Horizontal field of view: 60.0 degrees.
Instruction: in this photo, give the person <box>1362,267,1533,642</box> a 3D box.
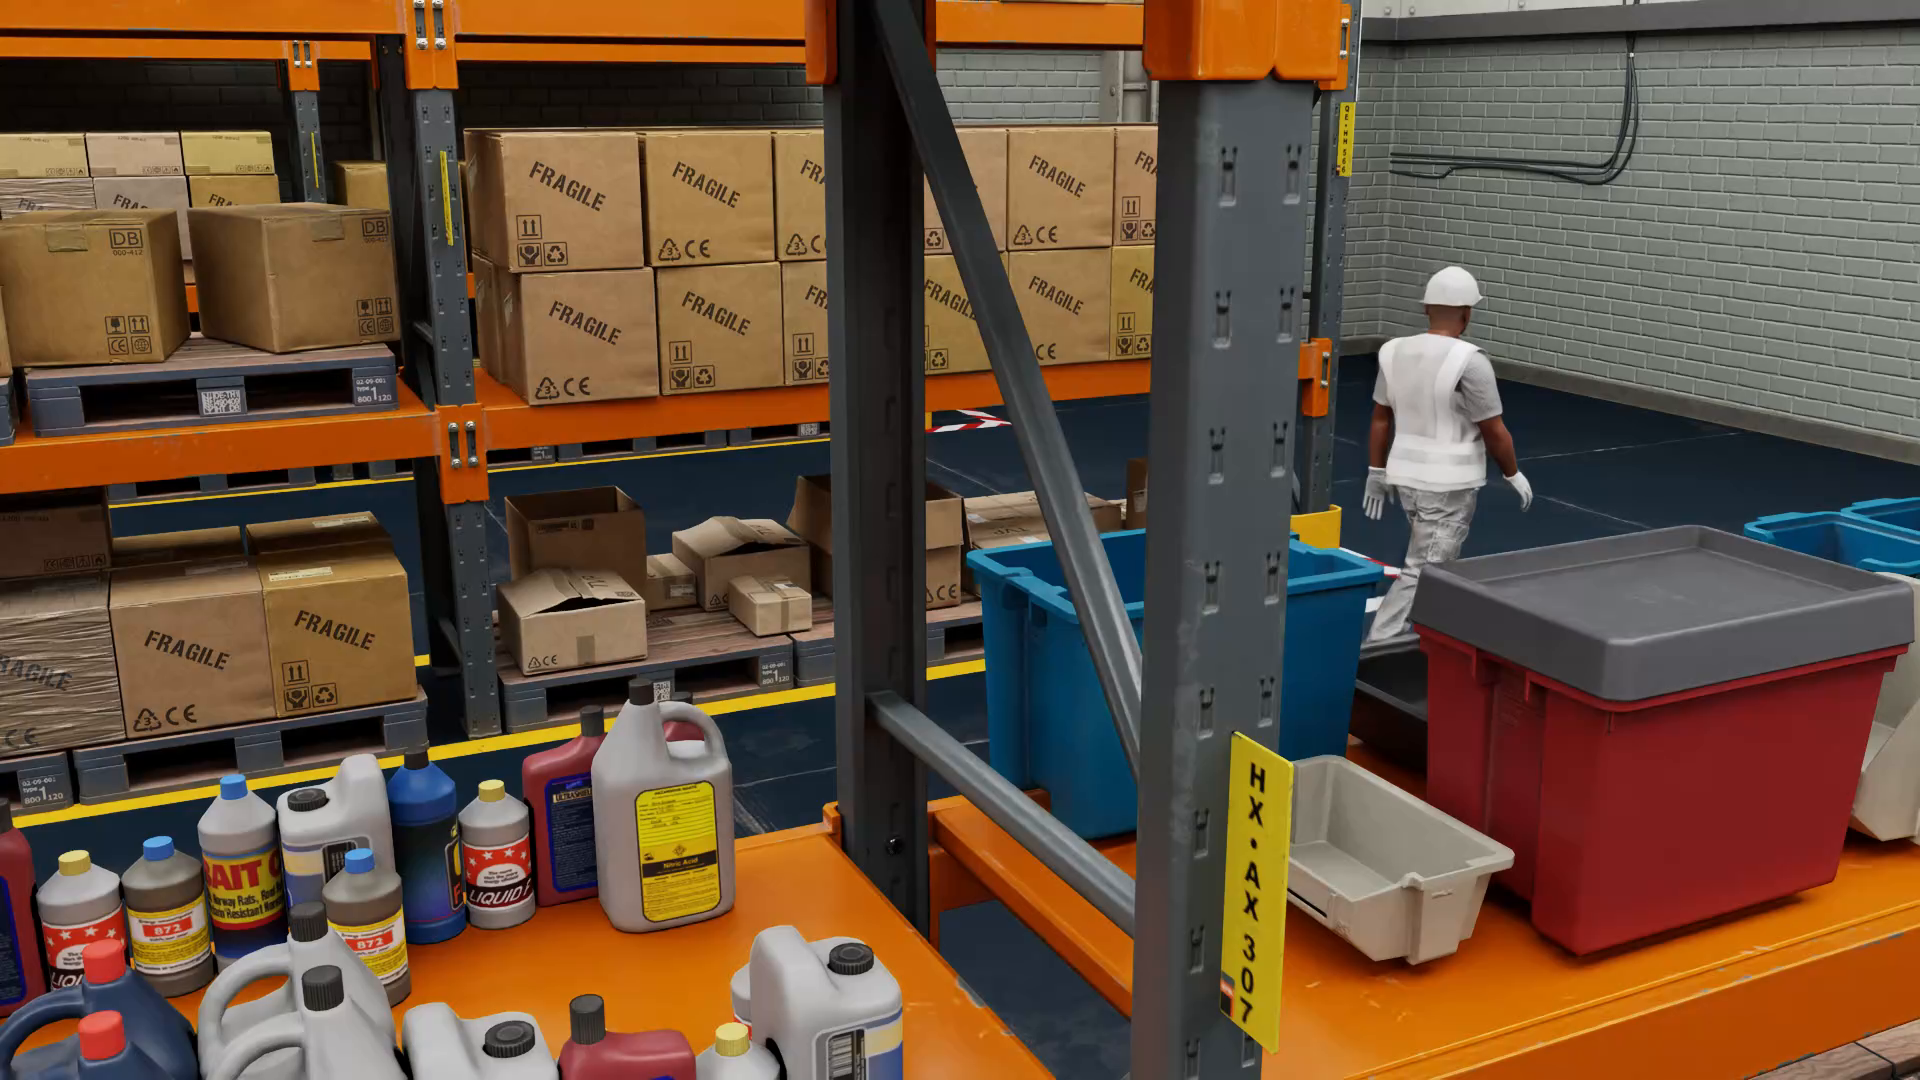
[{"bbox_3d":[2.024,-0.252,6.887,0.980,1.744,0.564,-8,17,-26],"label":"person"}]
